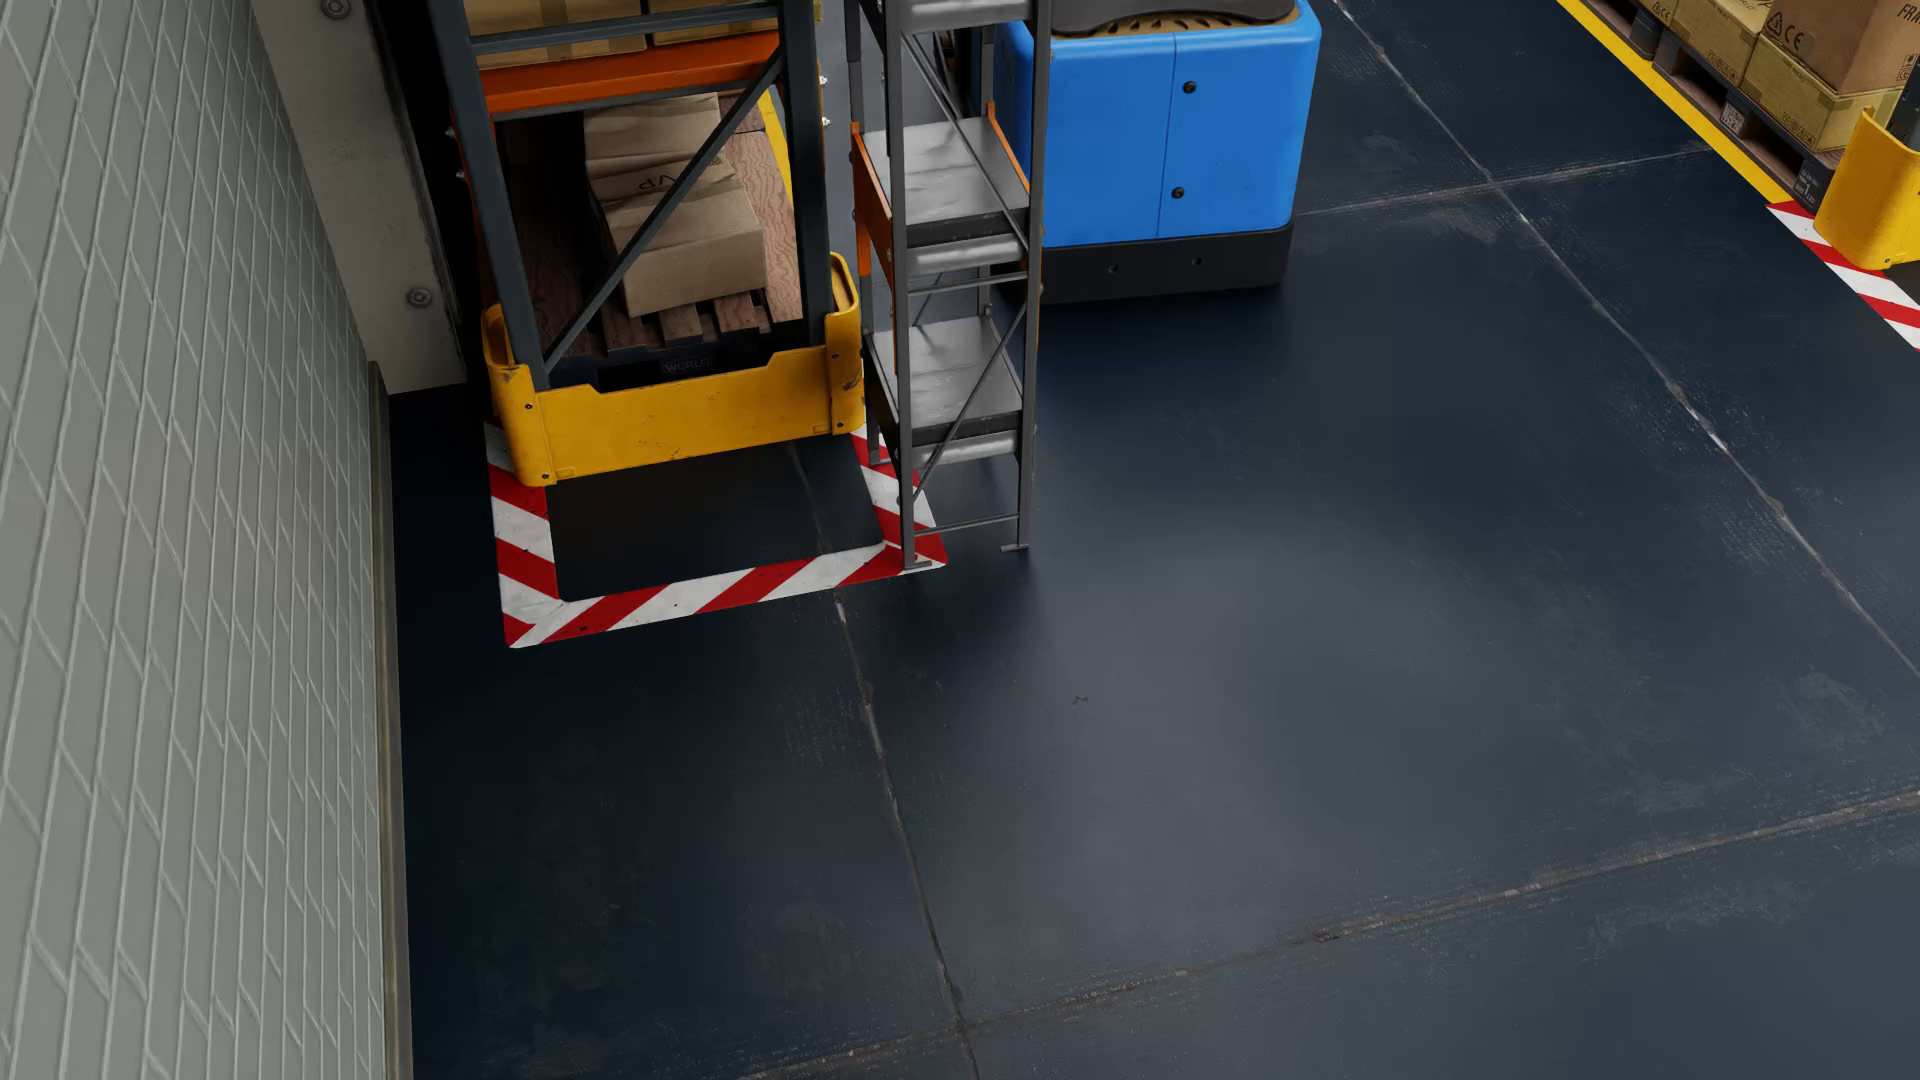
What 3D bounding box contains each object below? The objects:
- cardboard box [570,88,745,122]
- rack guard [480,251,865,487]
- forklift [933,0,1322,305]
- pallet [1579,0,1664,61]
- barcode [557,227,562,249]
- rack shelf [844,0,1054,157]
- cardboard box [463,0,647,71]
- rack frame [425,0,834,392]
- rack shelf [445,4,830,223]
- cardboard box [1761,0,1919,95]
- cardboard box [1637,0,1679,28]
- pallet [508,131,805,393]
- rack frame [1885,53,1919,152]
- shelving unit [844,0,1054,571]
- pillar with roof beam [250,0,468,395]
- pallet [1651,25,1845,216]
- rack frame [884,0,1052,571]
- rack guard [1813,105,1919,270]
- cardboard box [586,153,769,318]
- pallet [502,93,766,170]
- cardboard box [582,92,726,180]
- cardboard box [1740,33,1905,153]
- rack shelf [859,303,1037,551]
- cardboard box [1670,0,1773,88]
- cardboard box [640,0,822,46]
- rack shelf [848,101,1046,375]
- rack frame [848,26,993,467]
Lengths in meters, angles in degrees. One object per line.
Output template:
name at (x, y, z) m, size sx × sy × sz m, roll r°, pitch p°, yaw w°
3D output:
cardboard box at (-1.274, -2.068, 6.618) m, size 0.700 × 0.500 × 0.500 m, roll -13°, pitch 47°, yaw -13°
rack guard at (-0.917, -0.563, 5.451) m, size 1.175 × 0.500 × 0.348 m, roll -11°, pitch 47°, yaw -10°
forklift at (0.487, -2.930, 6.069) m, size 1.130 × 2.935 × 3.031 m, roll -6°, pitch 46°, yaw -5°
pallet at (3.345, -2.679, 7.727) m, size 1.003 × 0.211 × 1.213 m, roll -11°, pitch 47°, yaw -10°
barcode at (-1.379, -1.035, 5.732) m, size 0.001 × 0.075 × 0.075 m, roll -11°, pitch 47°, yaw -10°
rack shelf at (-0.042, -1.330, 4.122) m, size 0.431 × 0.518 × 0.480 m, roll -11°, pitch 47°, yaw -10°
cardboard box at (-1.205, -1.627, 4.835) m, size 0.500 × 0.250 × 0.500 m, roll -10°, pitch 46°, yaw -10°
rack frame at (-0.898, -1.385, 4.507) m, size 1.000 × 3.000 × 0.127 m, roll -11°, pitch 47°, yaw -10°
rack shelf at (-1.410, -2.514, 6.117) m, size 1.077 × 0.370 × 4.000 m, roll -11°, pitch 47°, yaw -10°
cardboard box at (3.465, -2.056, 6.271) m, size 0.500 × 0.500 × 0.500 m, roll -11°, pitch 47°, yaw -10°
cardboard box at (3.197, -2.482, 7.214) m, size 0.500 × 0.250 × 0.500 m, roll -11°, pitch 47°, yaw -10°
pallet at (-1.091, -1.029, 6.111) m, size 1.003 × 0.211 × 1.213 m, roll -11°, pitch 47°, yaw -10°
rack frame at (3.890, -2.294, 5.397) m, size 1.000 × 3.000 × 0.127 m, roll -11°, pitch 47°, yaw -10°
shelving unit at (-0.042, -0.849, 4.612) m, size 0.431 × 2.100 × 0.503 m, roll -11°, pitch 47°, yaw -10°
pillar with roof beam at (2.248, -4.597, 3.455) m, size 9.100 × 9.000 × 0.400 m, roll -11°, pitch 47°, yaw -10°
pallet at (3.653, -1.838, 6.903) m, size 1.003 × 0.211 × 1.213 m, roll -11°, pitch 47°, yaw -10°
rack frame at (0.020, -0.681, 4.447) m, size 0.400 × 2.100 × 0.015 m, roll -11°, pitch 47°, yaw -10°
rack guard at (3.896, -1.402, 6.274) m, size 1.175 × 0.500 × 0.348 m, roll -11°, pitch 47°, yaw -10°
cardboard box at (-0.988, -1.092, 5.795) m, size 0.500 × 0.311 × 0.500 m, roll -16°, pitch 48°, yaw -15°
pallet at (-1.400, -1.870, 6.935) m, size 1.003 × 0.211 × 1.213 m, roll -11°, pitch 47°, yaw -10°
cardboard box at (-1.134, -1.486, 6.180) m, size 0.500 × 0.311 × 0.500 m, roll -7°, pitch 46°, yaw -7°
cardboard box at (3.467, -1.794, 6.539) m, size 0.500 × 0.250 × 0.500 m, roll -11°, pitch 47°, yaw -10°
rack shelf at (-0.042, -0.350, 5.122) m, size 0.431 × 0.518 × 0.480 m, roll -11°, pitch 47°, yaw -10°
cardboard box at (3.327, -2.137, 6.876) m, size 0.500 × 0.250 × 0.500 m, roll -11°, pitch 47°, yaw -10°
cardboard box at (-0.716, -1.735, 4.941) m, size 0.500 × 0.250 × 0.500 m, roll -12°, pitch 47°, yaw -11°
rack shelf at (-0.042, -0.840, 4.622) m, size 0.431 × 0.518 × 0.480 m, roll -11°, pitch 47°, yaw -10°
rack frame at (-0.105, -1.018, 4.777) m, size 0.400 × 2.100 × 0.015 m, roll -11°, pitch 47°, yaw -10°
